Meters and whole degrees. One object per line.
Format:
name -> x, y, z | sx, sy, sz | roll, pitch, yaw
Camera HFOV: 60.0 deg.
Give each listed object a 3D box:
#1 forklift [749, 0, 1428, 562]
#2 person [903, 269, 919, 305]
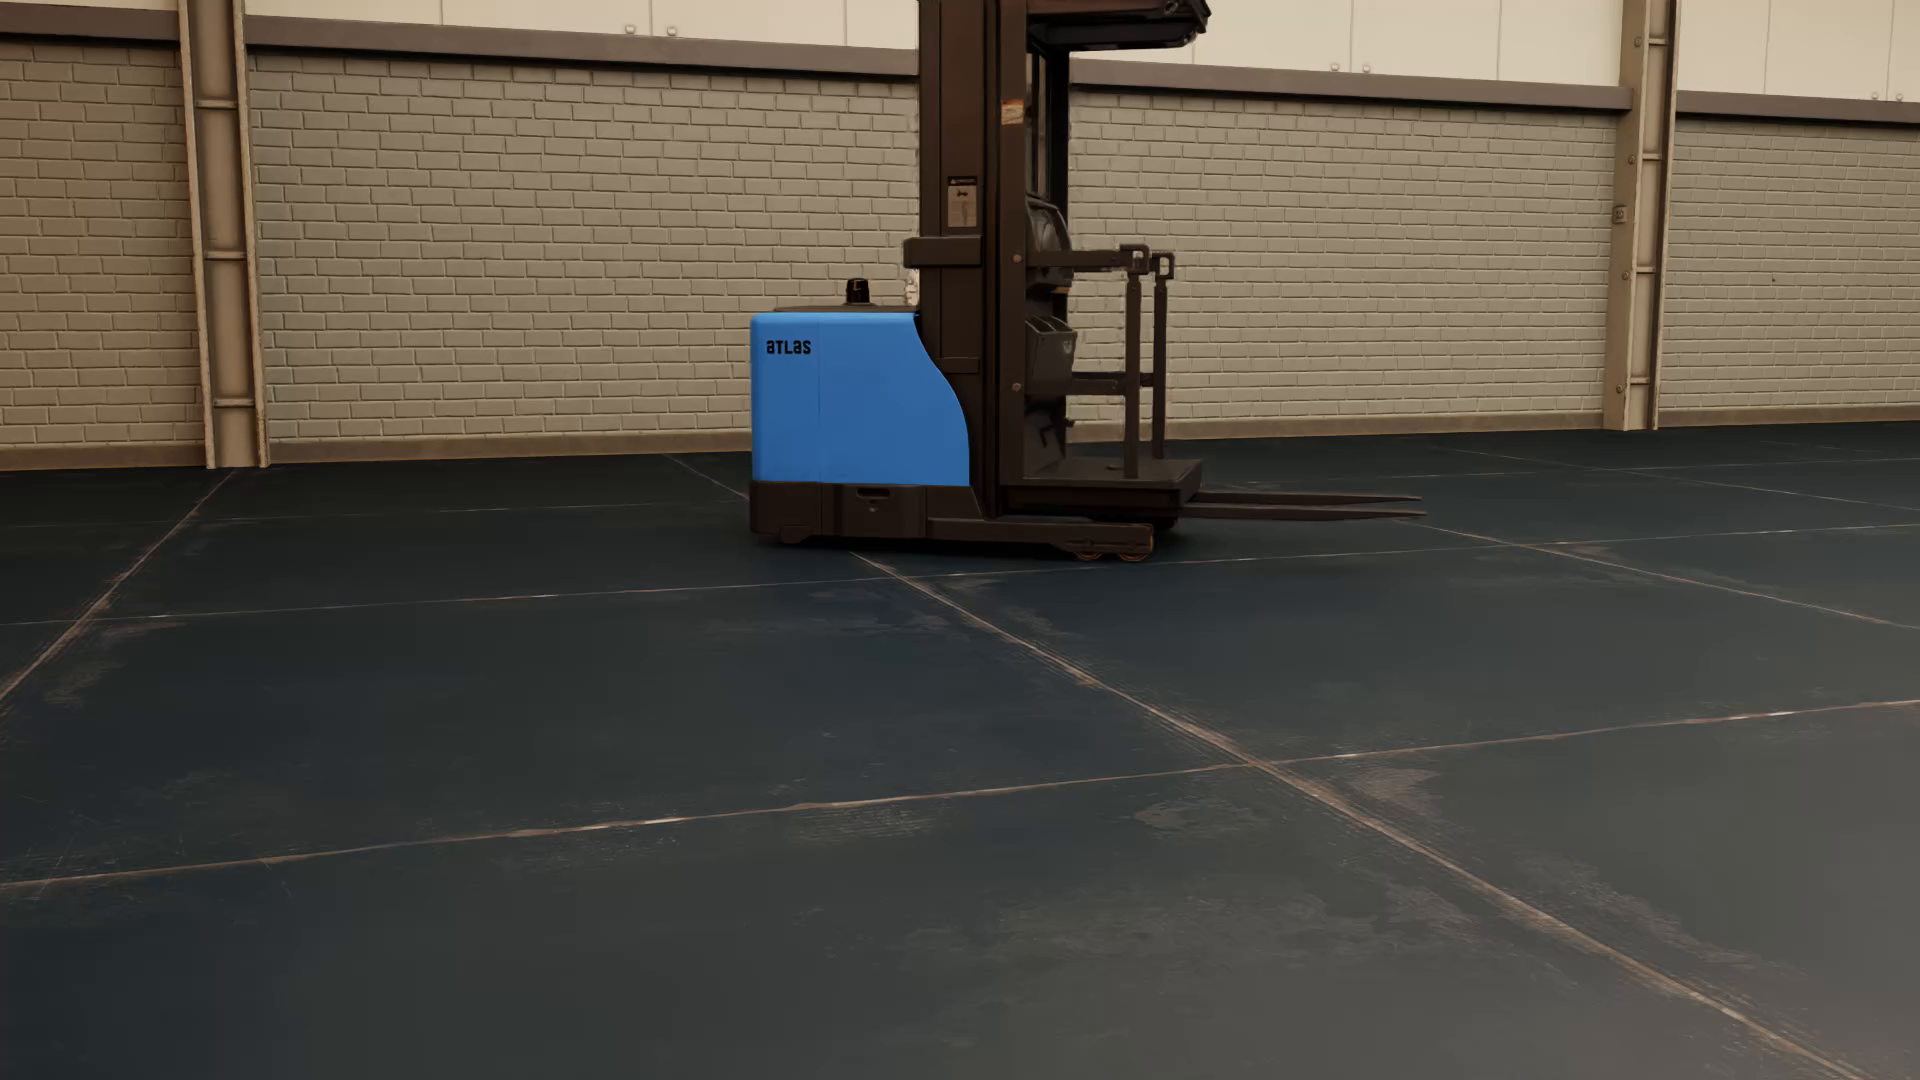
forklift -> 0.599, -1.434, 7.594 | 3.031, 2.935, 1.130 | 2, 8, 13
person -> -0.173, -1.192, 10.876 | 0.567, 1.615, 0.720 | -3, 8, -19
